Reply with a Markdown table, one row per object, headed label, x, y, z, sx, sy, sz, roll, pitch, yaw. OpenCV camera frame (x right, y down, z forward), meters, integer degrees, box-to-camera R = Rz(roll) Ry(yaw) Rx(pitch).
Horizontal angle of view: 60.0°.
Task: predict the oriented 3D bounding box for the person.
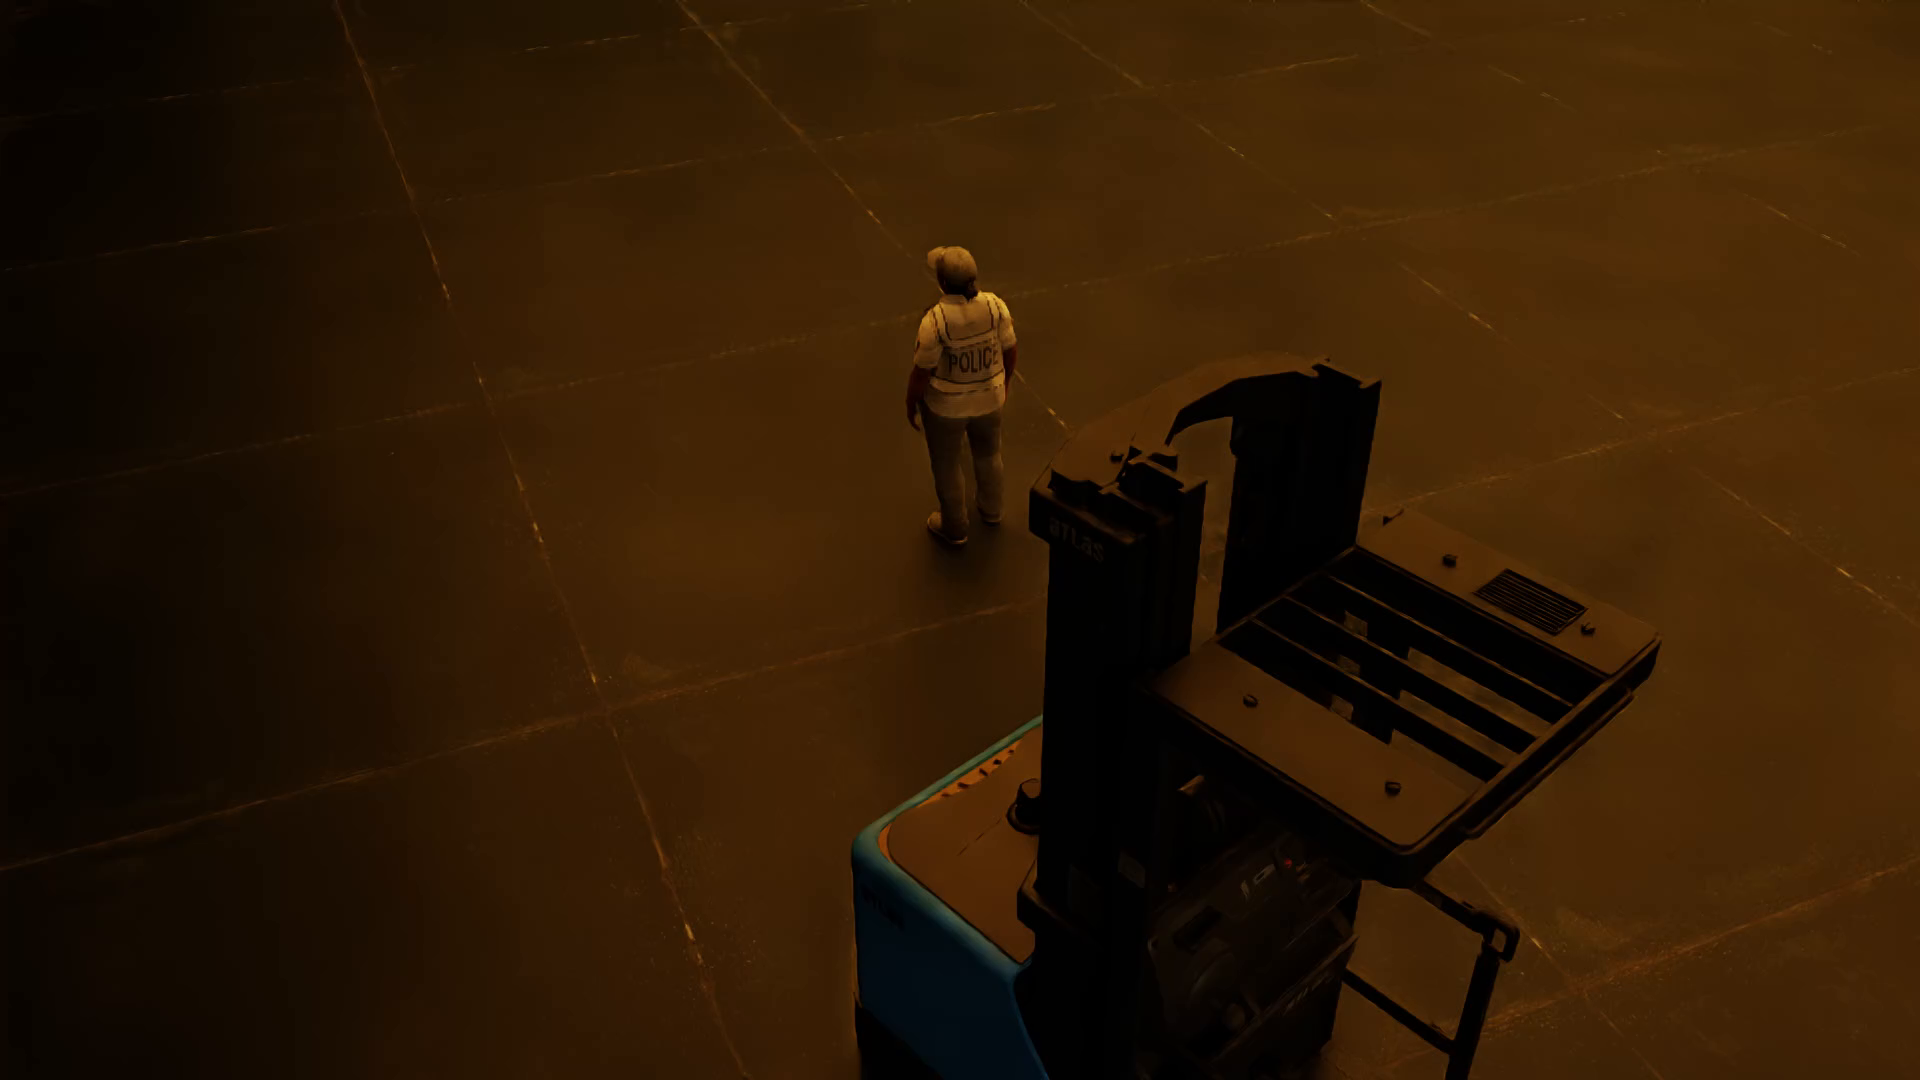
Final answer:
| label | x | y | z | sx | sy | sz | roll | pitch | yaw |
| --- | --- | --- | --- | --- | --- | --- | --- | --- | --- |
| person | -0.009 | -0.731 | 8.205 | 0.598 | 1.669 | 0.529 | -14 | 38 | -19 |

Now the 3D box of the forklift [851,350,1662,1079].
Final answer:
| label | x | y | z | sx | sy | sz | roll | pitch | yaw |
| --- | --- | --- | --- | --- | --- | --- | --- | --- | --- |
| forklift | 1.001 | 1.083 | 4.576 | 1.130 | 2.935 | 3.031 | -28 | 44 | -34 |
